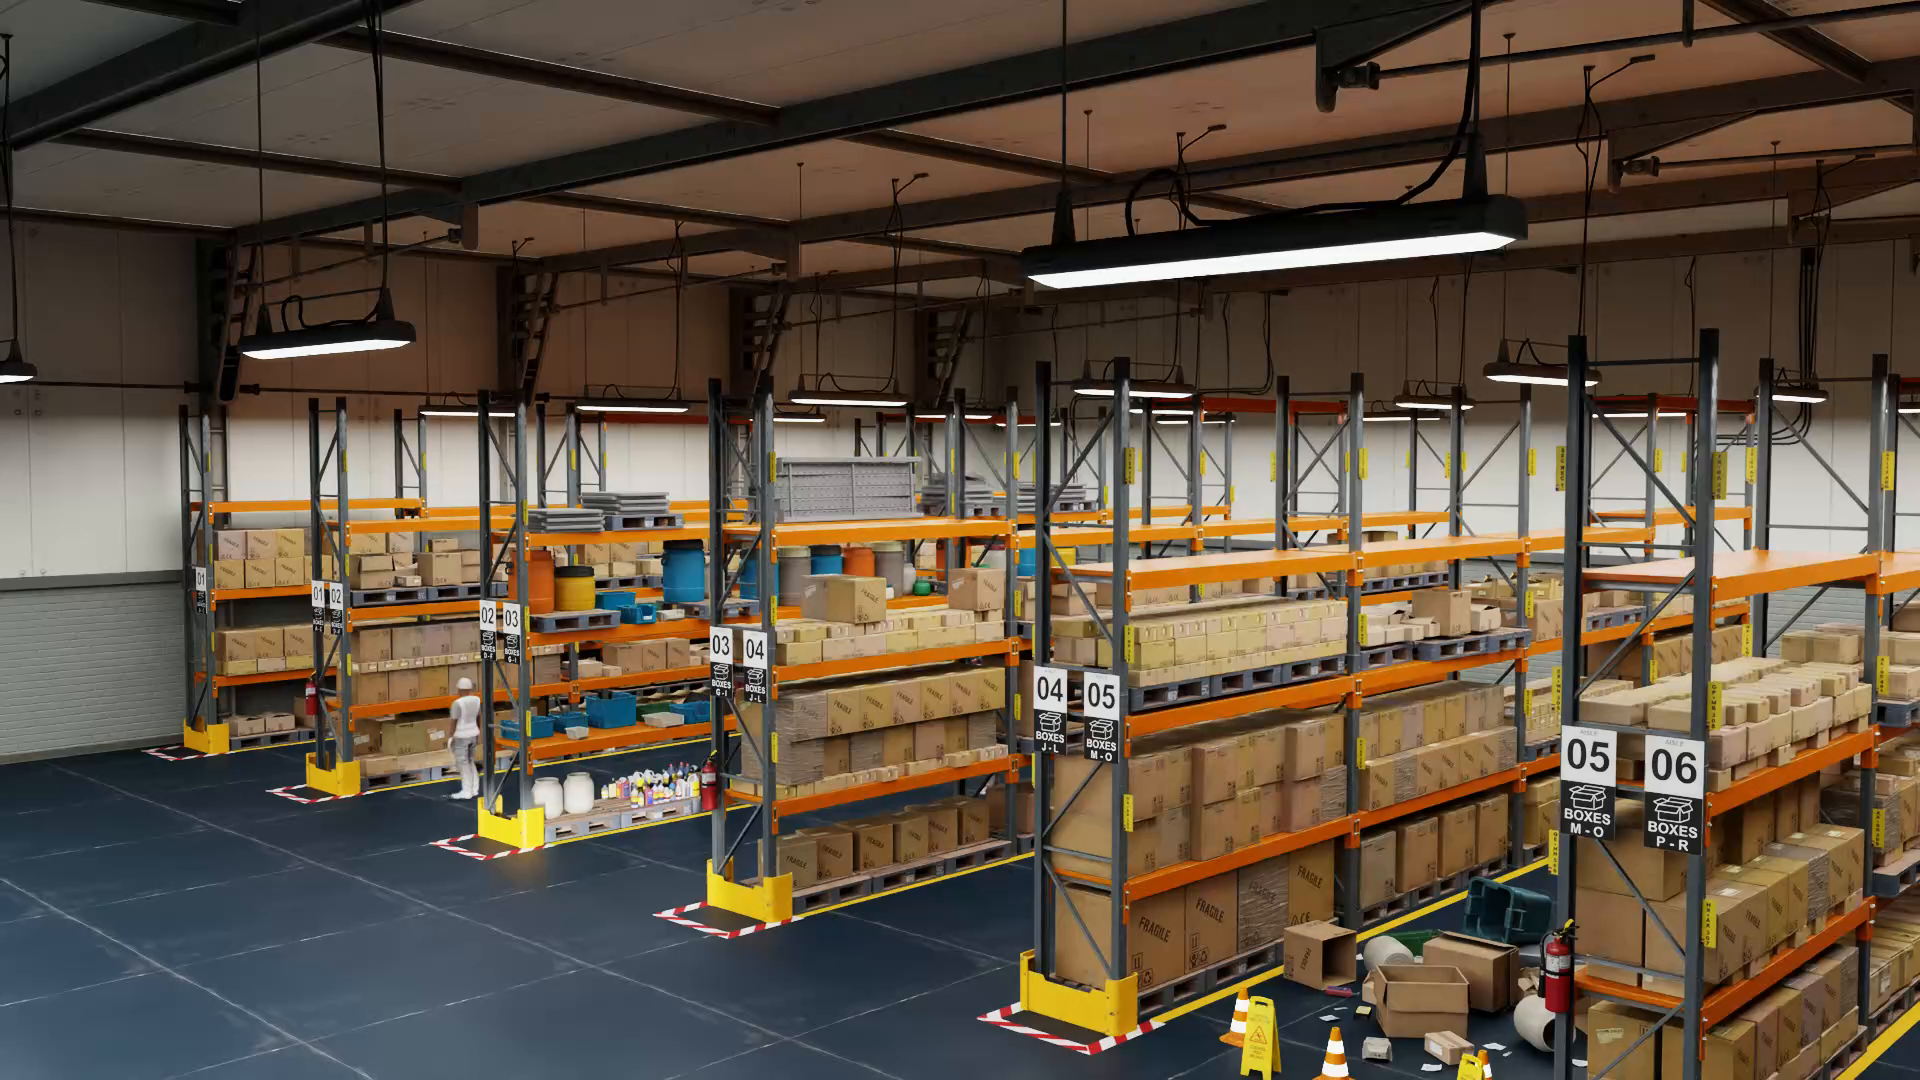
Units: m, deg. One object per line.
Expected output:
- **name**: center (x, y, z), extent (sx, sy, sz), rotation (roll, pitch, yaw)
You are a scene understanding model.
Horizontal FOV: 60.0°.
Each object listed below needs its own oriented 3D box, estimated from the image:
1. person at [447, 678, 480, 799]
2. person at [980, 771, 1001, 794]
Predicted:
- **person**: center (-7.409, 2.967, 24.831), extent (0.373, 1.819, 0.671), rotation (1, 3, 22)
- **person**: center (0.460, 3.032, 25.129), extent (0.361, 1.594, 0.478), rotation (2, 4, 37)
